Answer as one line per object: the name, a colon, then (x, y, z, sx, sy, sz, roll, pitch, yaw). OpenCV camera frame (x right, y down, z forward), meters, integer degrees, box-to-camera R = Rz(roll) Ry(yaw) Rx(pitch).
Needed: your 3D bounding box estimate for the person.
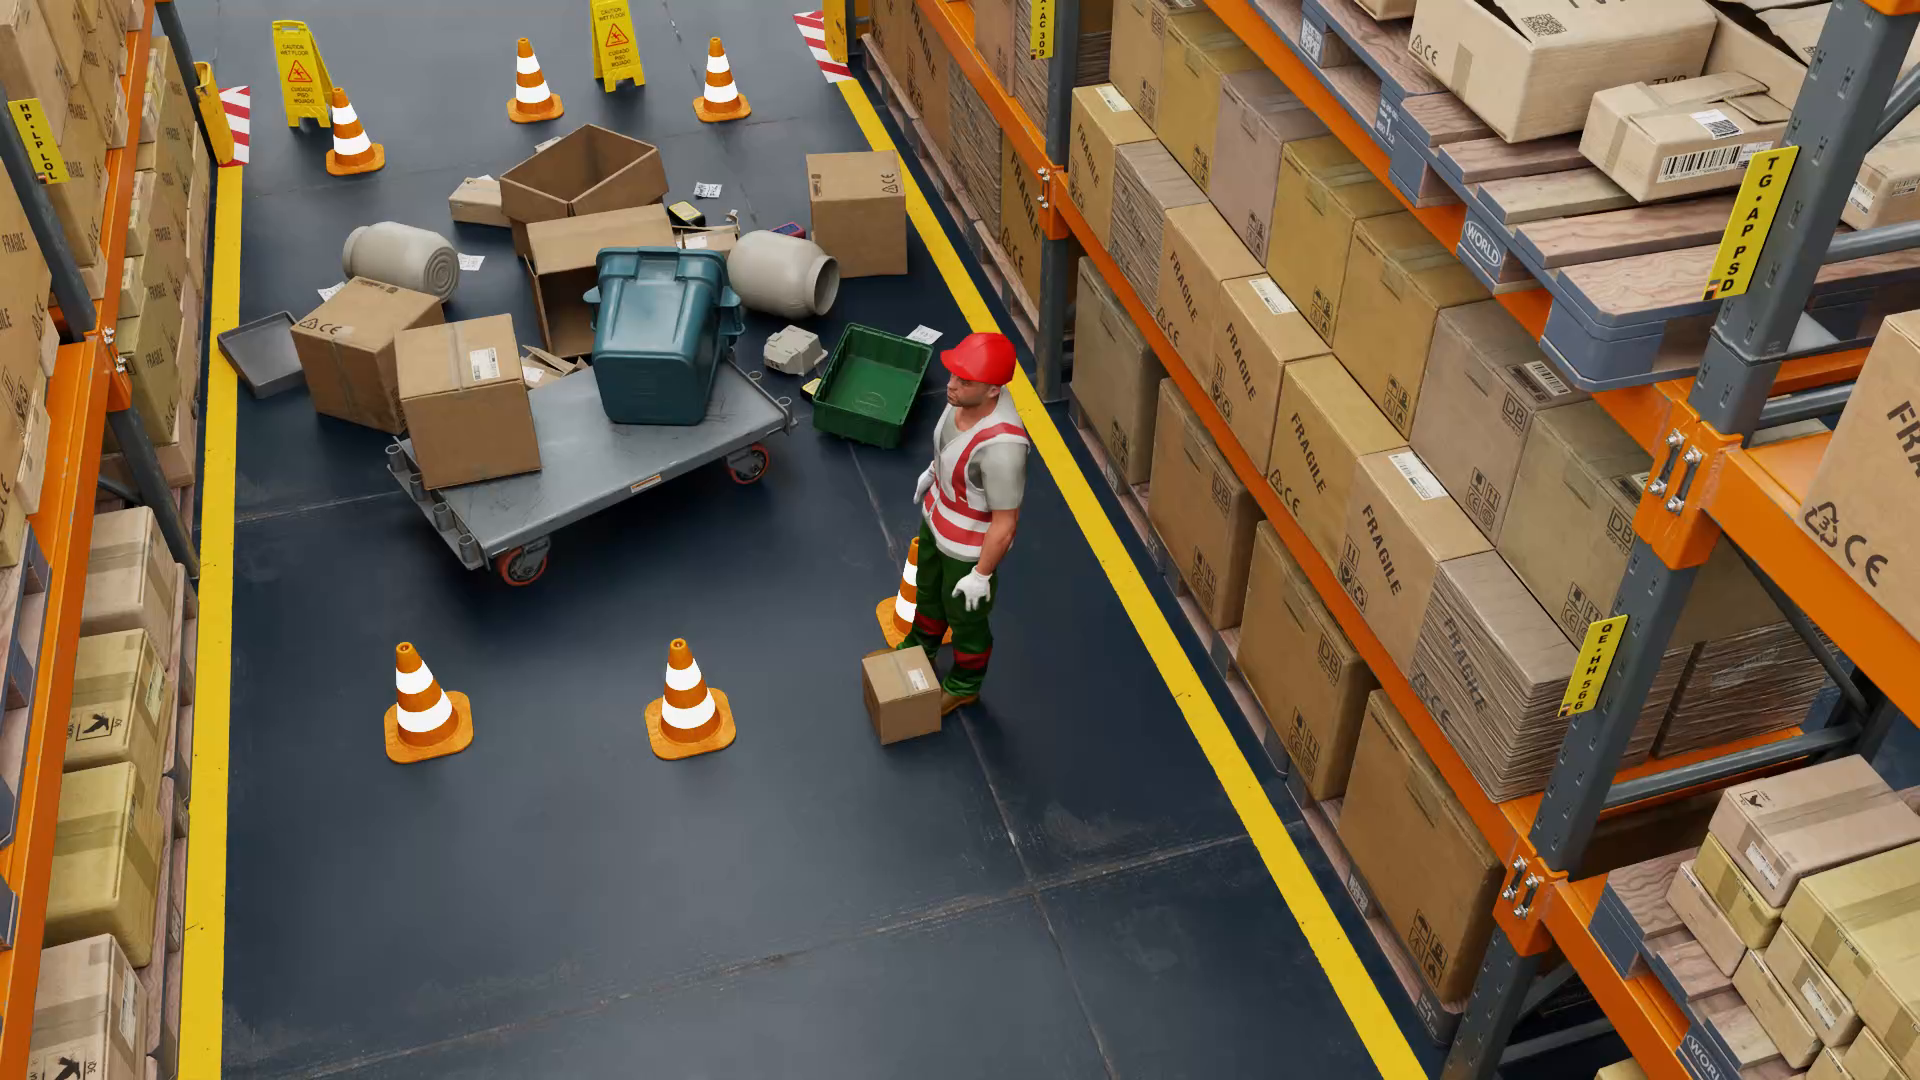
person: (-0.060, -0.025, 6.155, 0.562, 1.790, 0.637, -12, 43, -13)
